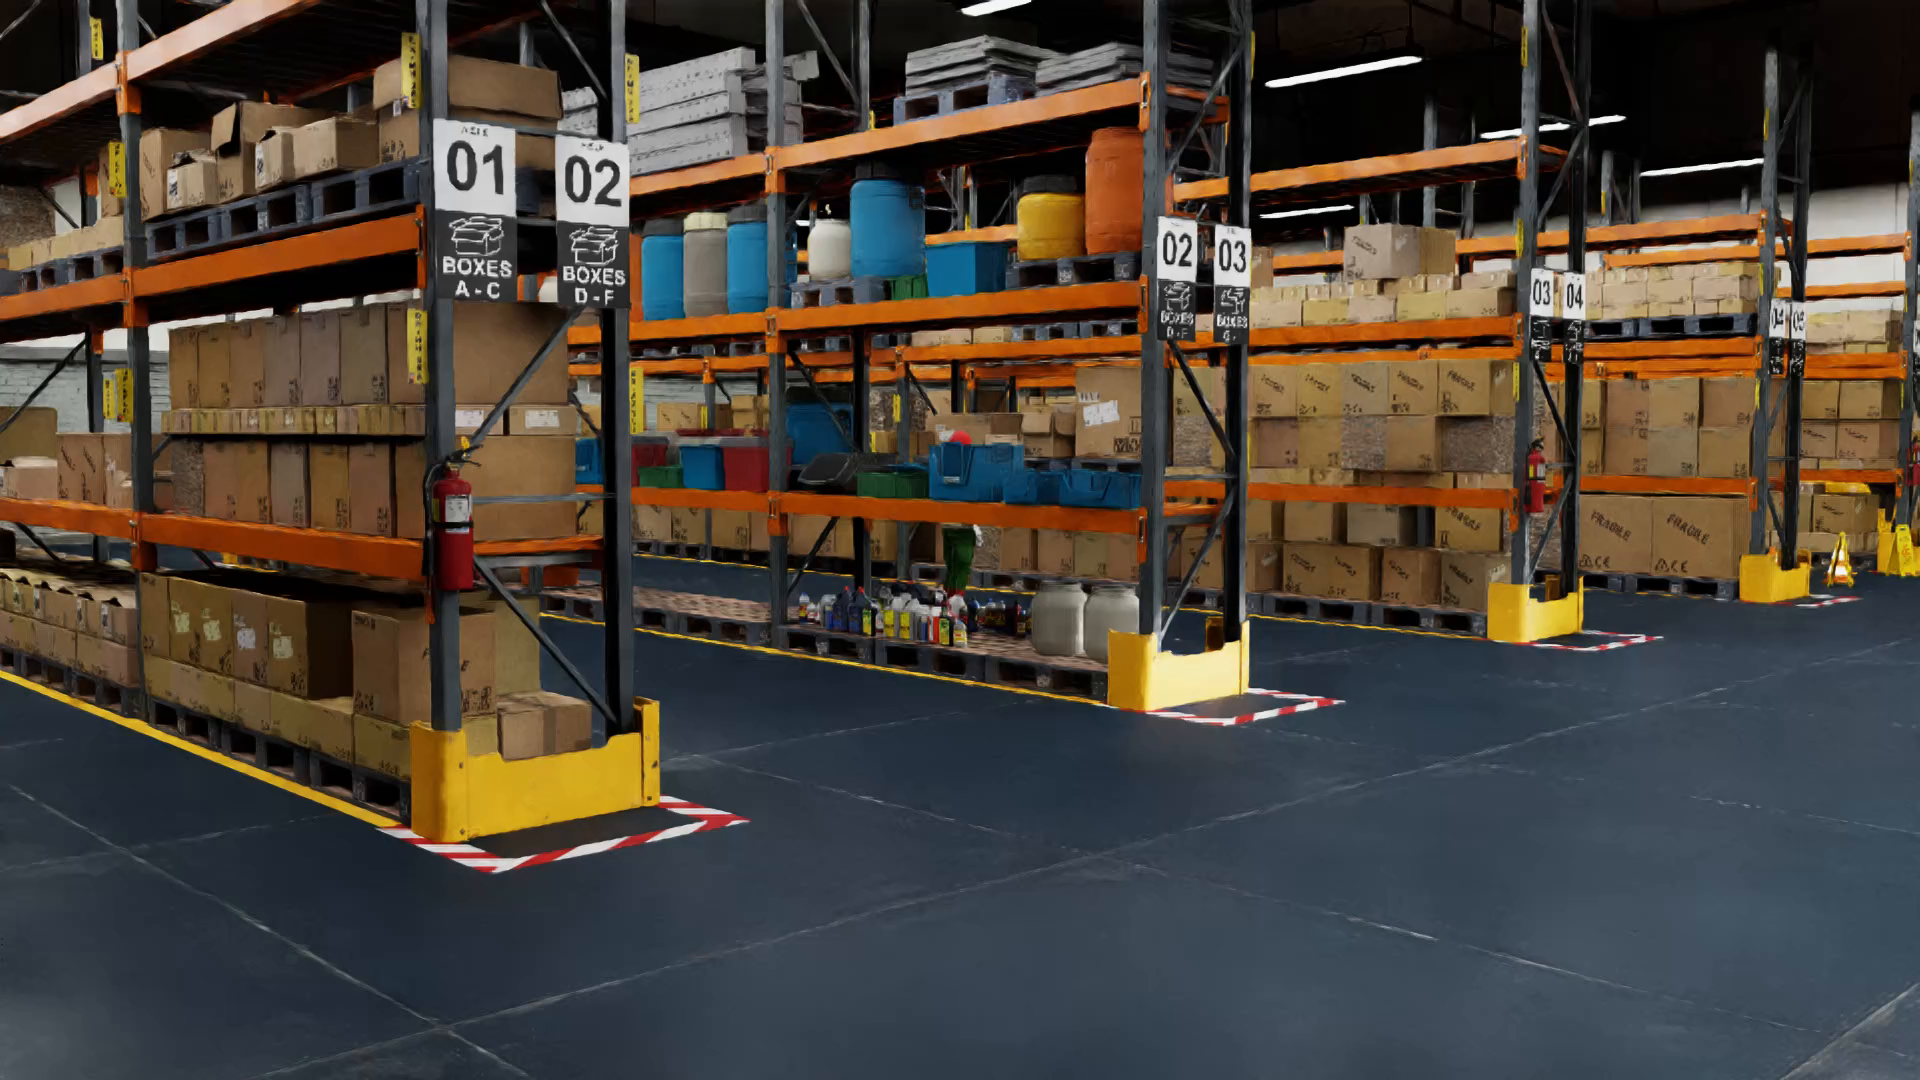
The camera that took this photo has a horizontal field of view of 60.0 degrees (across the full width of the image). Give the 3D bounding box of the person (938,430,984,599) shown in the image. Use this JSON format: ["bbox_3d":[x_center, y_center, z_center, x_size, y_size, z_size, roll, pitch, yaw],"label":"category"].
[{"bbox_3d":[0.008,-0.108,15.215,0.420,1.792,0.622,-2,4,-29],"label":"person"}]
